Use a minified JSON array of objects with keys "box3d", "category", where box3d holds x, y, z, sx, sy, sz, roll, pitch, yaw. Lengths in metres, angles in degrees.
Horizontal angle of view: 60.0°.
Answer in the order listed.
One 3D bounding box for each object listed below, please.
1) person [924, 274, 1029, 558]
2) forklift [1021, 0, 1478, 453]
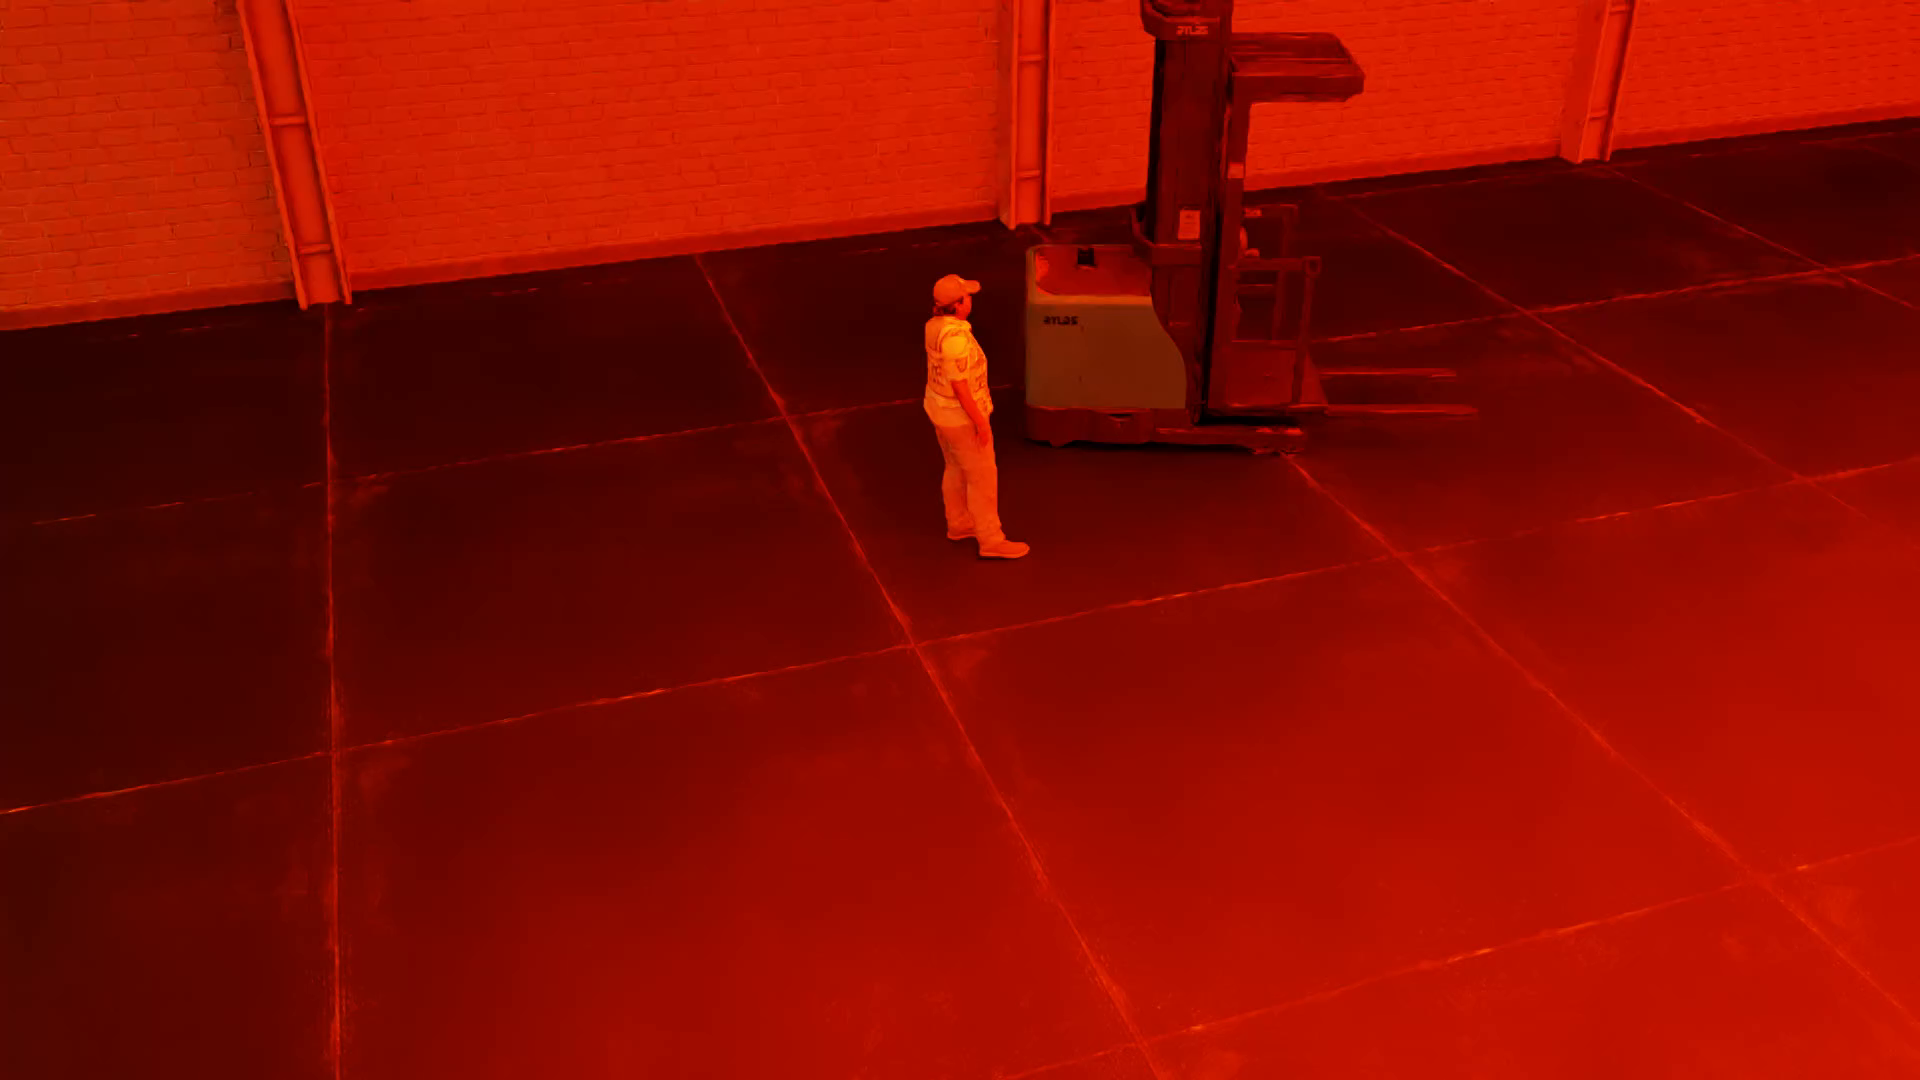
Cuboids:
[{"box3d":[0.080,-0.730,9.609,0.529,1.669,0.598,-10,31,-16],"category":"person"},{"box3d":[1.942,-2.115,10.763,3.031,2.935,1.130,1,30,1],"category":"forklift"}]
